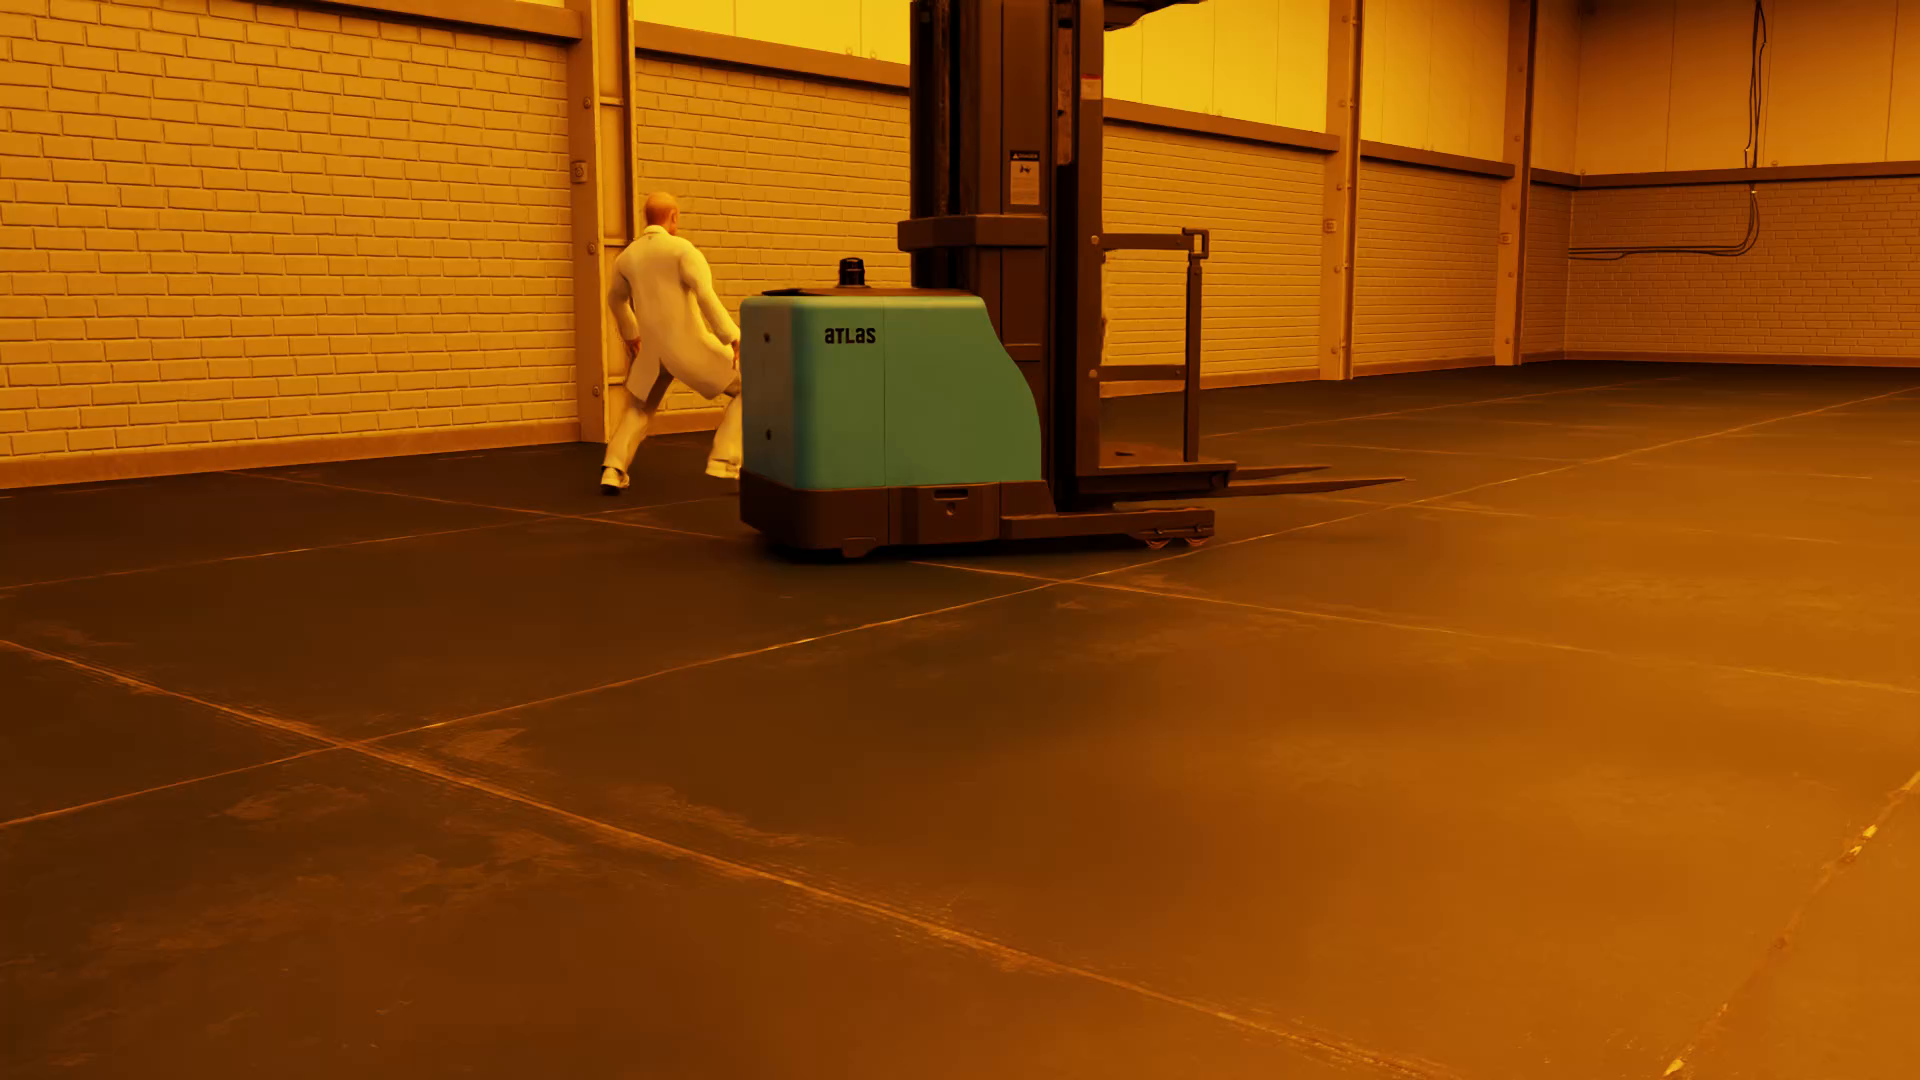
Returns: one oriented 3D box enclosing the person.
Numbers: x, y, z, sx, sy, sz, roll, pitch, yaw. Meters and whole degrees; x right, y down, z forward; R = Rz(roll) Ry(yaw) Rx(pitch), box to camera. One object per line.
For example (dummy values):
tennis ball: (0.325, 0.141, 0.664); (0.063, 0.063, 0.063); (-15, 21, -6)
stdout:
person: (-1.581, -1.080, 9.072); (1.002, 1.610, 0.705); (5, 10, 33)

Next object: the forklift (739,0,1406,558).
forklift: (0.578, -1.486, 7.437); (3.031, 2.935, 1.130); (-3, 9, -21)
